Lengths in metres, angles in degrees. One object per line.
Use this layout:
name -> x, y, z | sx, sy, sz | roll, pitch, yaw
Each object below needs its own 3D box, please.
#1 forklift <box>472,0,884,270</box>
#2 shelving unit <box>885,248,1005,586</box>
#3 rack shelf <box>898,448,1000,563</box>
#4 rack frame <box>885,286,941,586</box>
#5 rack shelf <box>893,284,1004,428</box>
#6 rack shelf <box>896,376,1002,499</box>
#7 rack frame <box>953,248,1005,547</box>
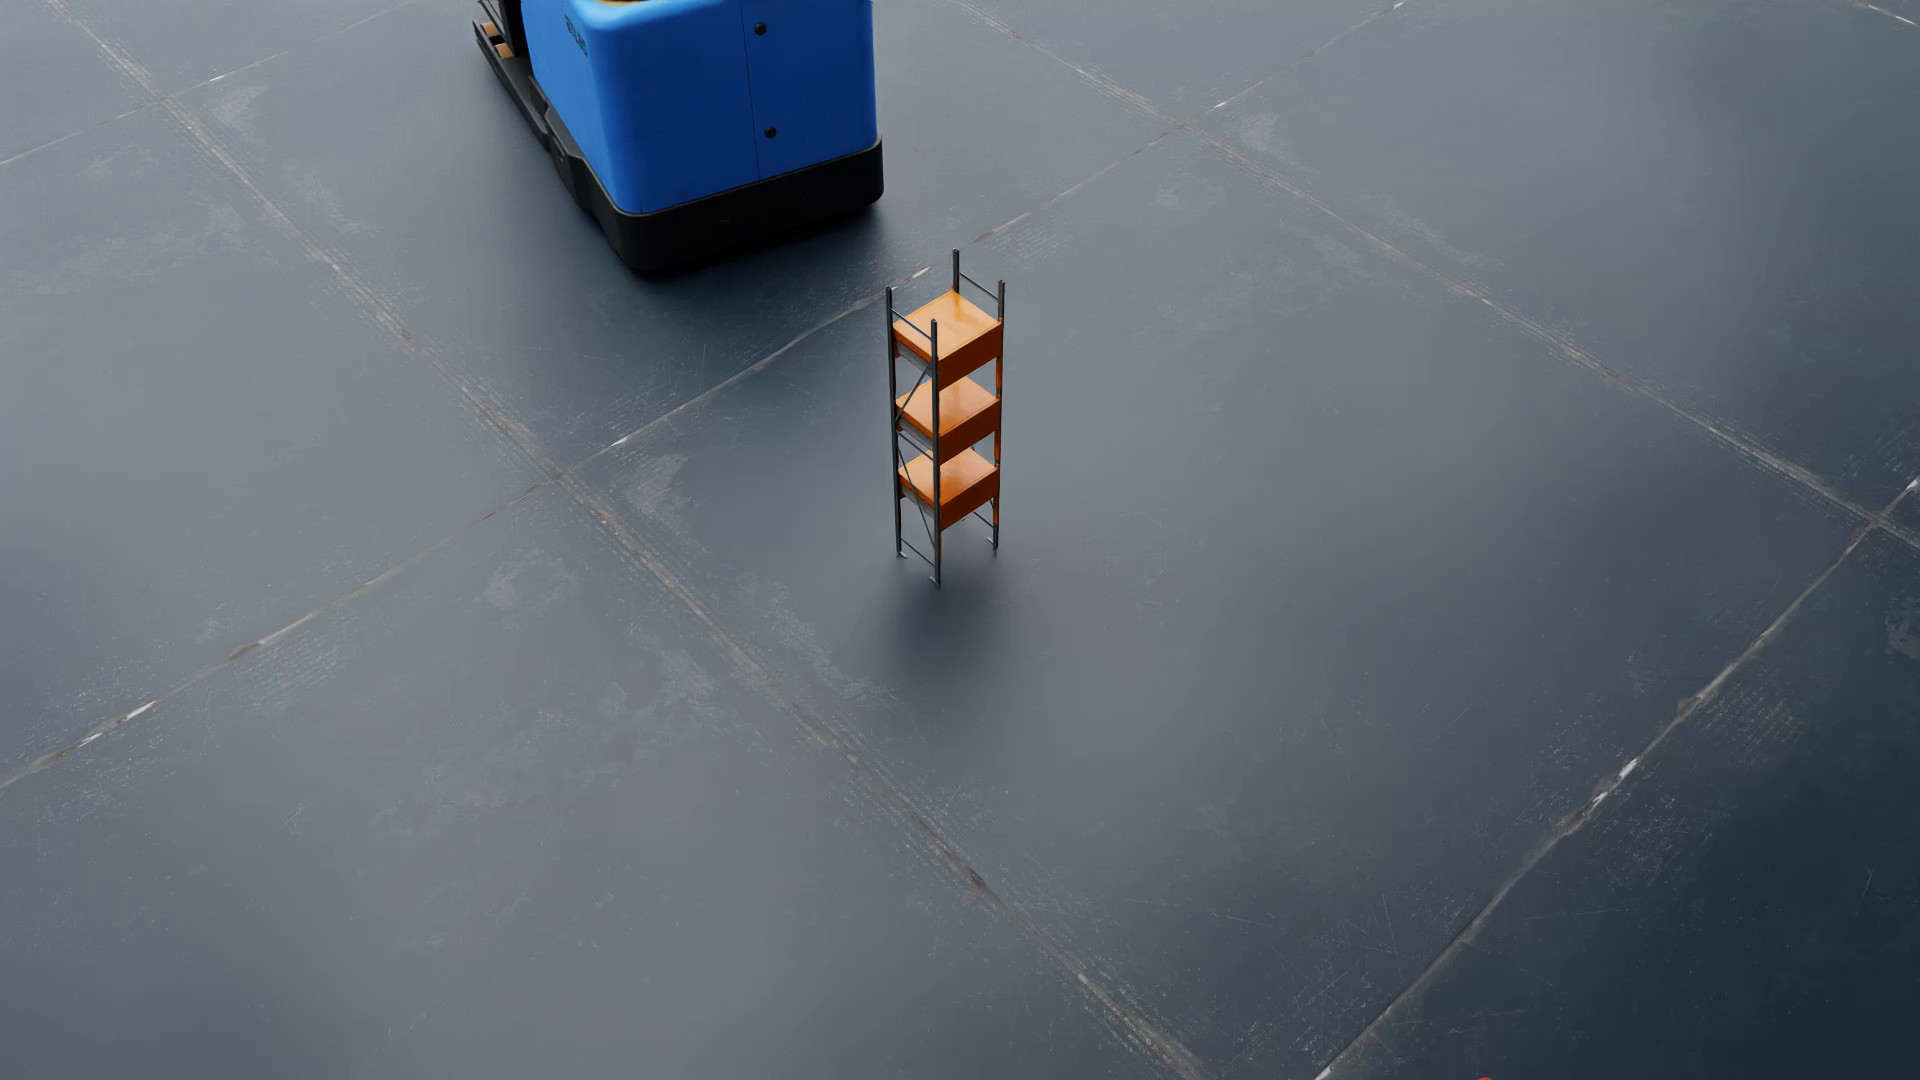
forklift -> -1.420, -3.065, 6.084 | 1.130, 2.935, 3.031 | -21, 51, -18
shelving unit -> -0.040, -0.330, 4.840 | 0.252, 1.050, 0.215 | -34, 56, -27
rack shelf -> -0.040, -0.134, 5.052 | 0.240, 0.259, 0.215 | -34, 56, -27
rack frame -> -0.130, -0.269, 4.784 | 0.008, 1.050, 0.200 | -34, 56, -27
rack shelf -> -0.040, -0.515, 4.639 | 0.240, 0.259, 0.215 | -34, 56, -27
rack shelf -> -0.040, -0.322, 4.848 | 0.240, 0.259, 0.215 | -34, 56, -27
rack frame -> 0.051, -0.390, 4.895 | 0.008, 1.050, 0.200 | -34, 56, -27
